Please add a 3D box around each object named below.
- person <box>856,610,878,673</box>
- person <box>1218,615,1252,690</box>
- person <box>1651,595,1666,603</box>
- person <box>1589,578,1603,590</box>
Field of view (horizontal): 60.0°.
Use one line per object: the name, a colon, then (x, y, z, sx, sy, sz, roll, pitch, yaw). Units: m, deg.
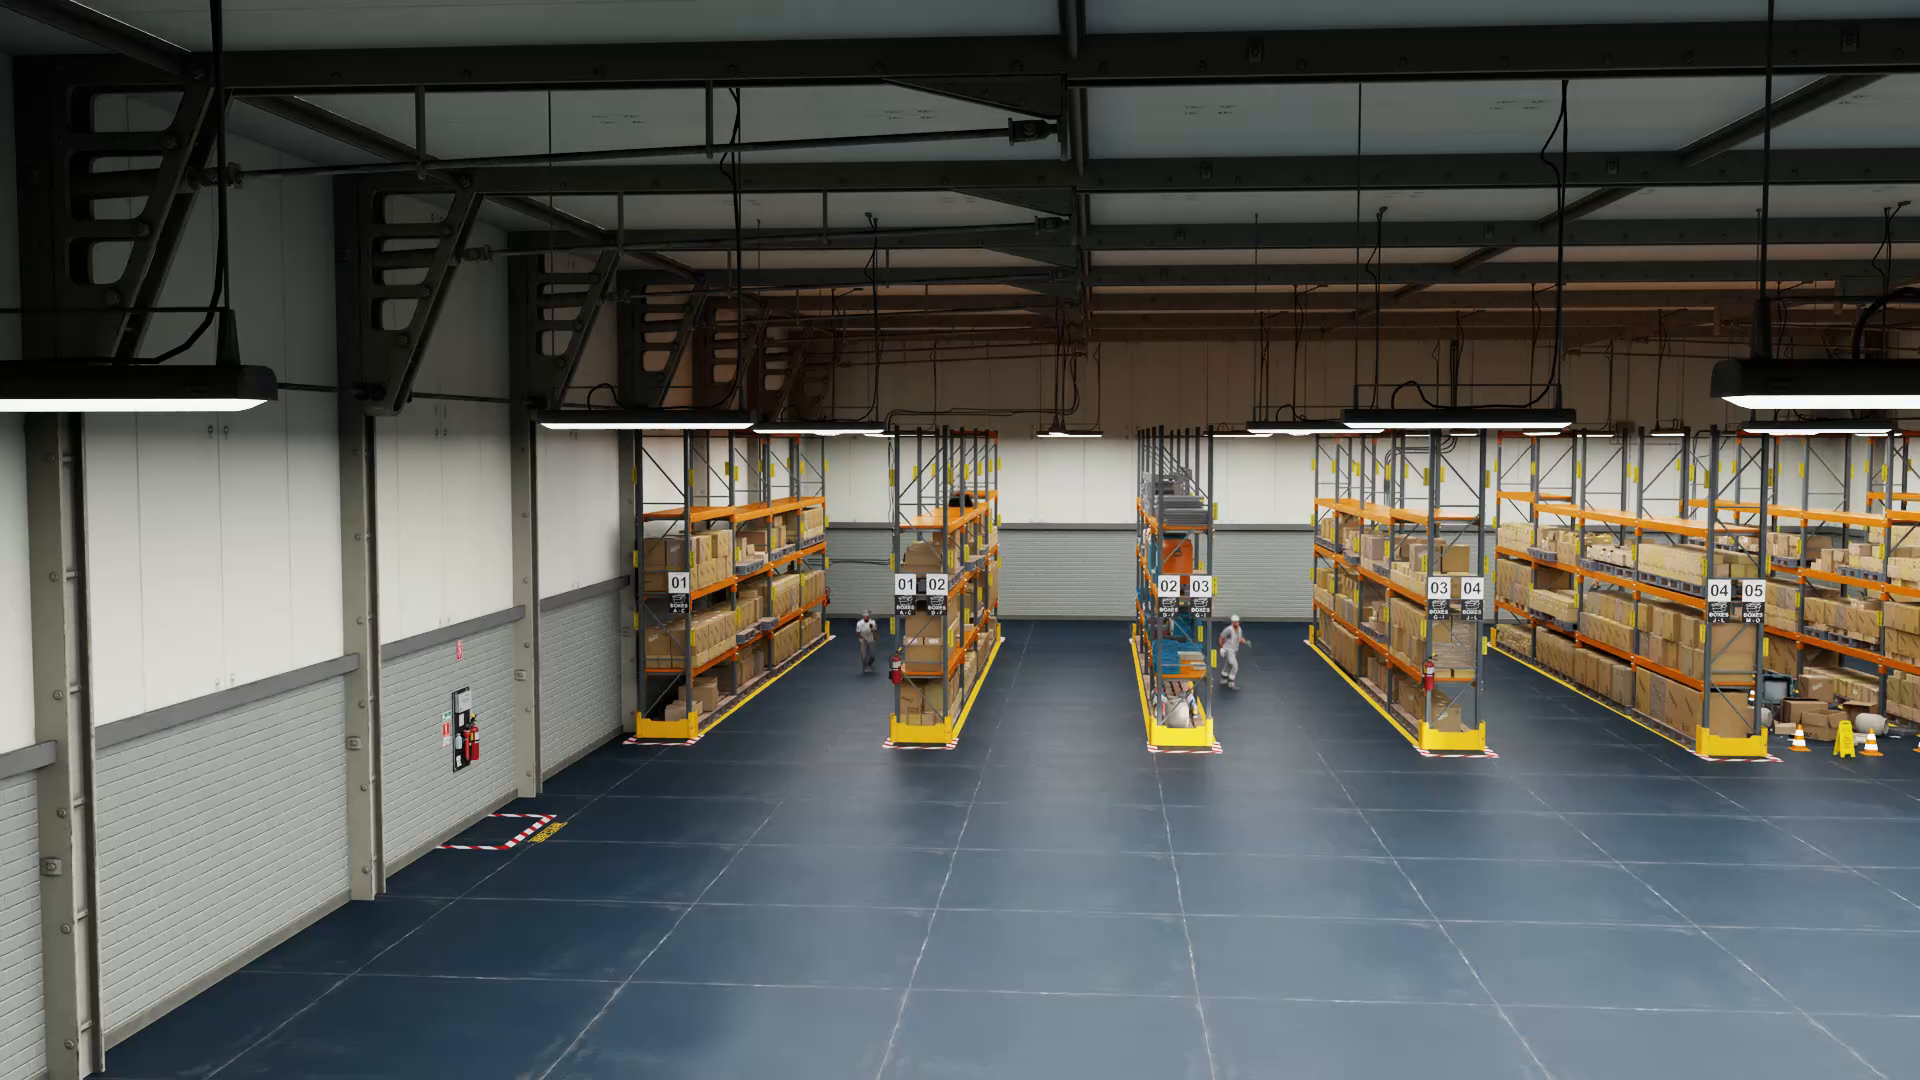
person: (-2.281, 2.487, 40.818, 0.559, 1.580, 0.732, -1, 3, -10)
person: (6.290, 2.575, 38.268, 0.848, 1.727, 0.671, 3, 4, 39)
person: (19.796, 2.080, 47.198, 0.801, 1.635, 0.634, 0, 3, 4)
person: (18.505, 1.946, 48.366, 0.908, 1.704, 0.658, -1, 4, -16)
